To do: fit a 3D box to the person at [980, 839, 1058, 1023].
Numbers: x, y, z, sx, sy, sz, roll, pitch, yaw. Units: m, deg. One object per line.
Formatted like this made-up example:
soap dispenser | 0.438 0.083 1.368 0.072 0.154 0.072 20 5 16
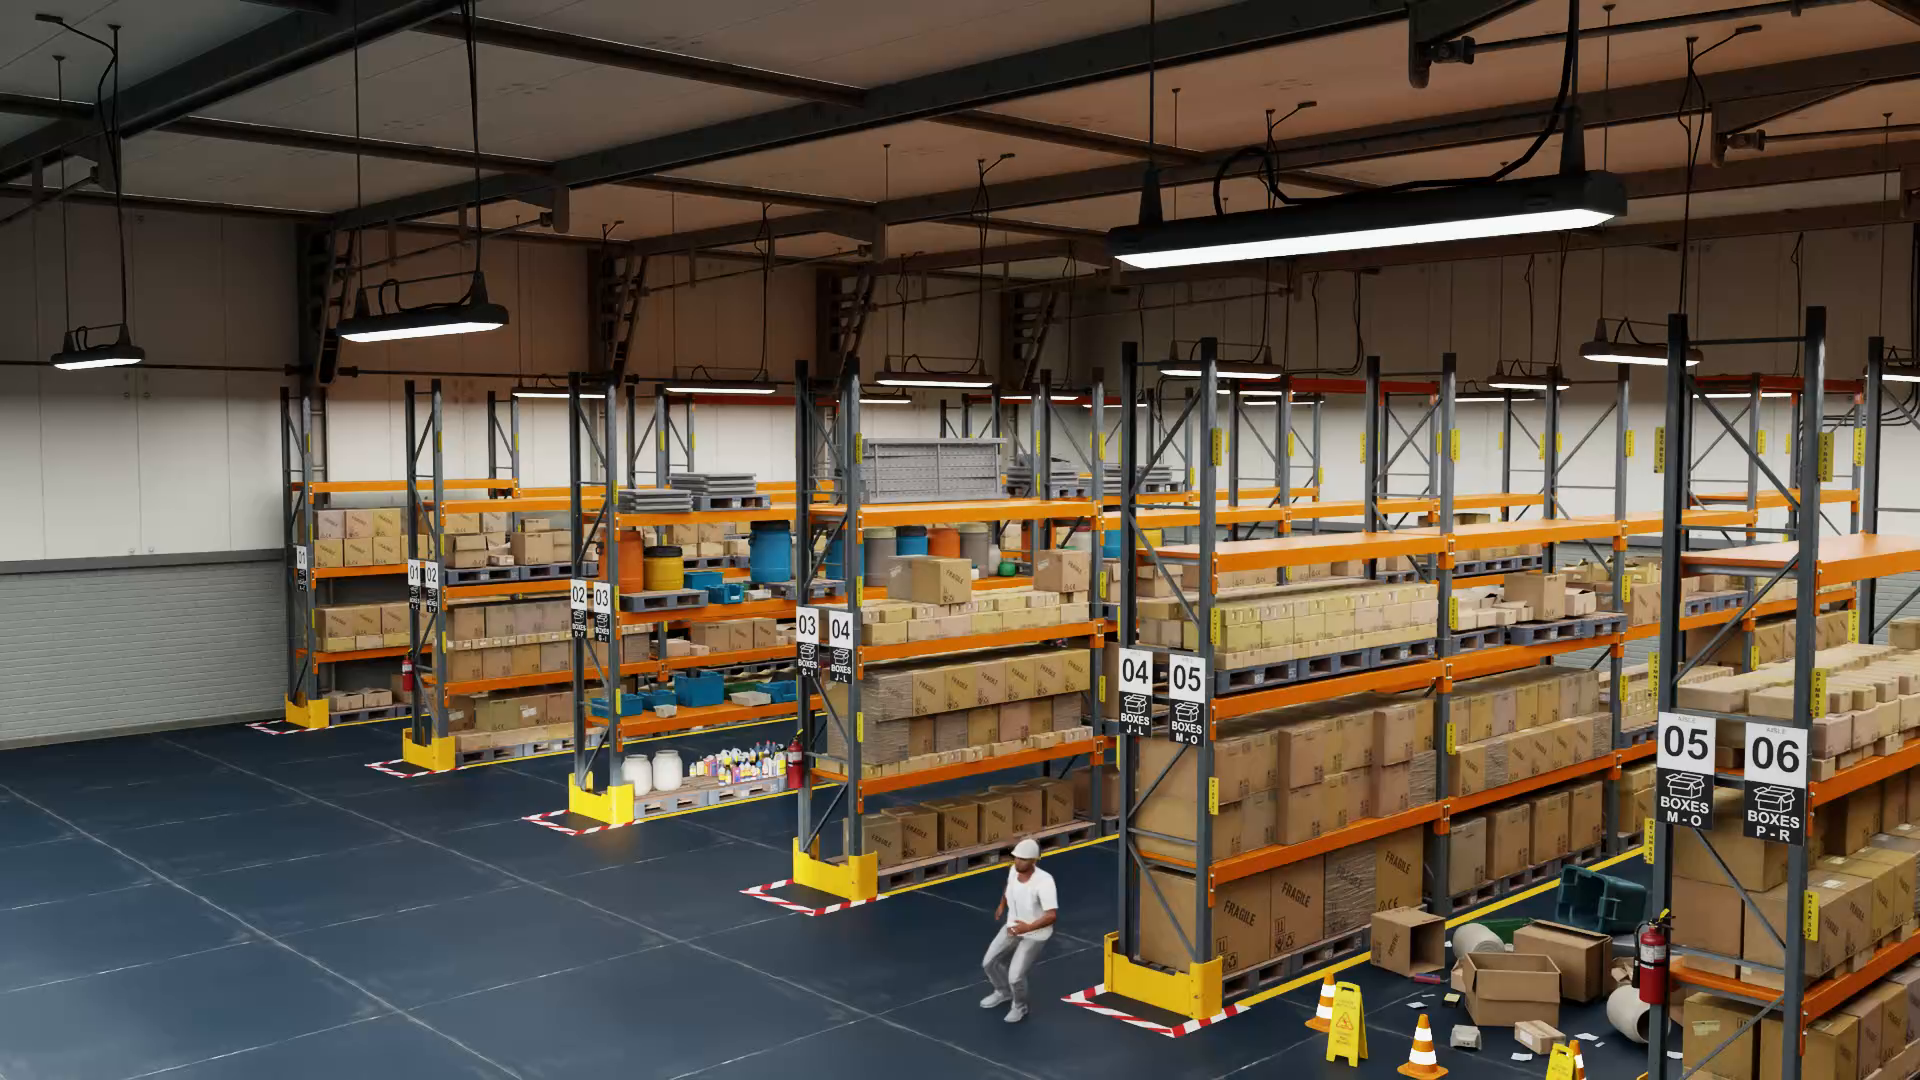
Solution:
person | 0.488 3.424 14.509 0.890 1.683 0.630 3 5 41
